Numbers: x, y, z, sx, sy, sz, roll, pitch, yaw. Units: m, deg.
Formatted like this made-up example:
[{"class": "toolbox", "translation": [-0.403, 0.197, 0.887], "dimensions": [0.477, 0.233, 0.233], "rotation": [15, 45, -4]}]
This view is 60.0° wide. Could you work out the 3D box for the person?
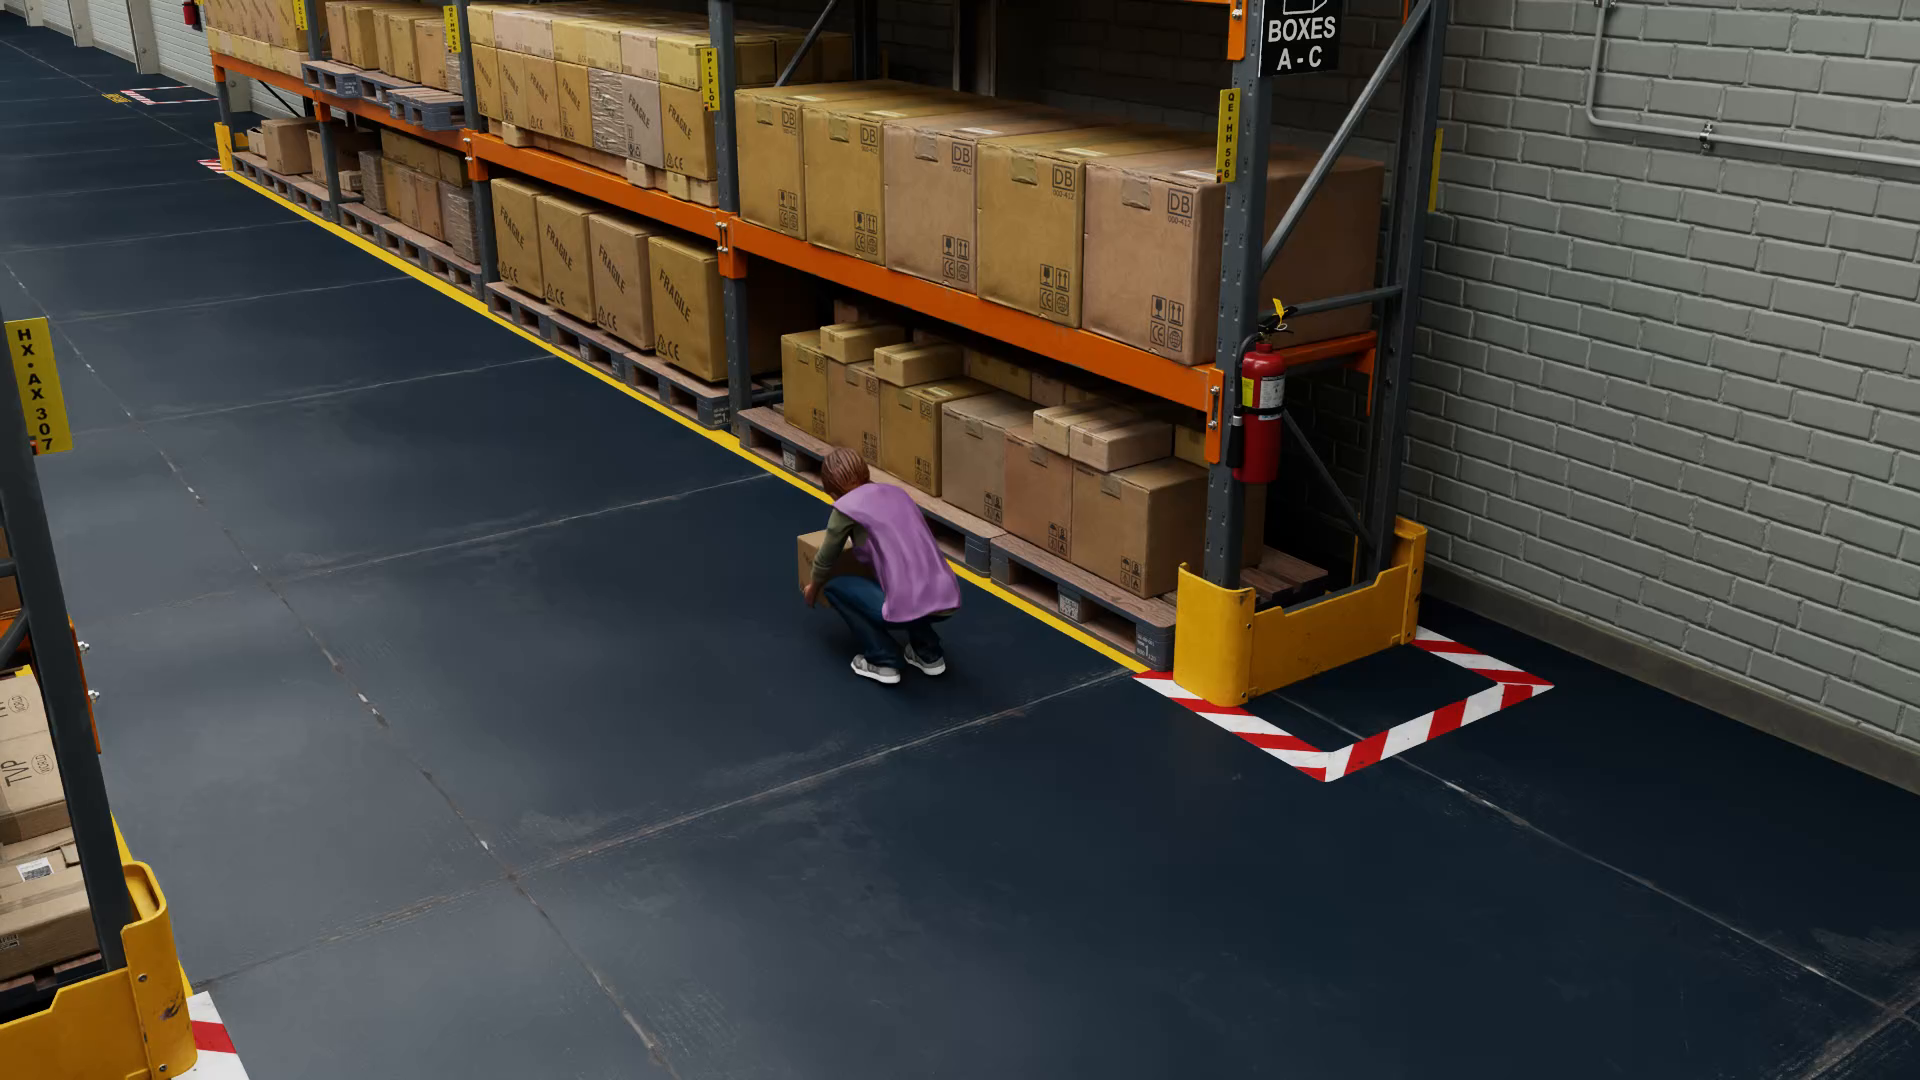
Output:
[{"class": "person", "translation": [-0.313, 0.104, 6.817], "dimensions": [0.434, 0.884, 0.801], "rotation": [-15, 26, -33]}]
